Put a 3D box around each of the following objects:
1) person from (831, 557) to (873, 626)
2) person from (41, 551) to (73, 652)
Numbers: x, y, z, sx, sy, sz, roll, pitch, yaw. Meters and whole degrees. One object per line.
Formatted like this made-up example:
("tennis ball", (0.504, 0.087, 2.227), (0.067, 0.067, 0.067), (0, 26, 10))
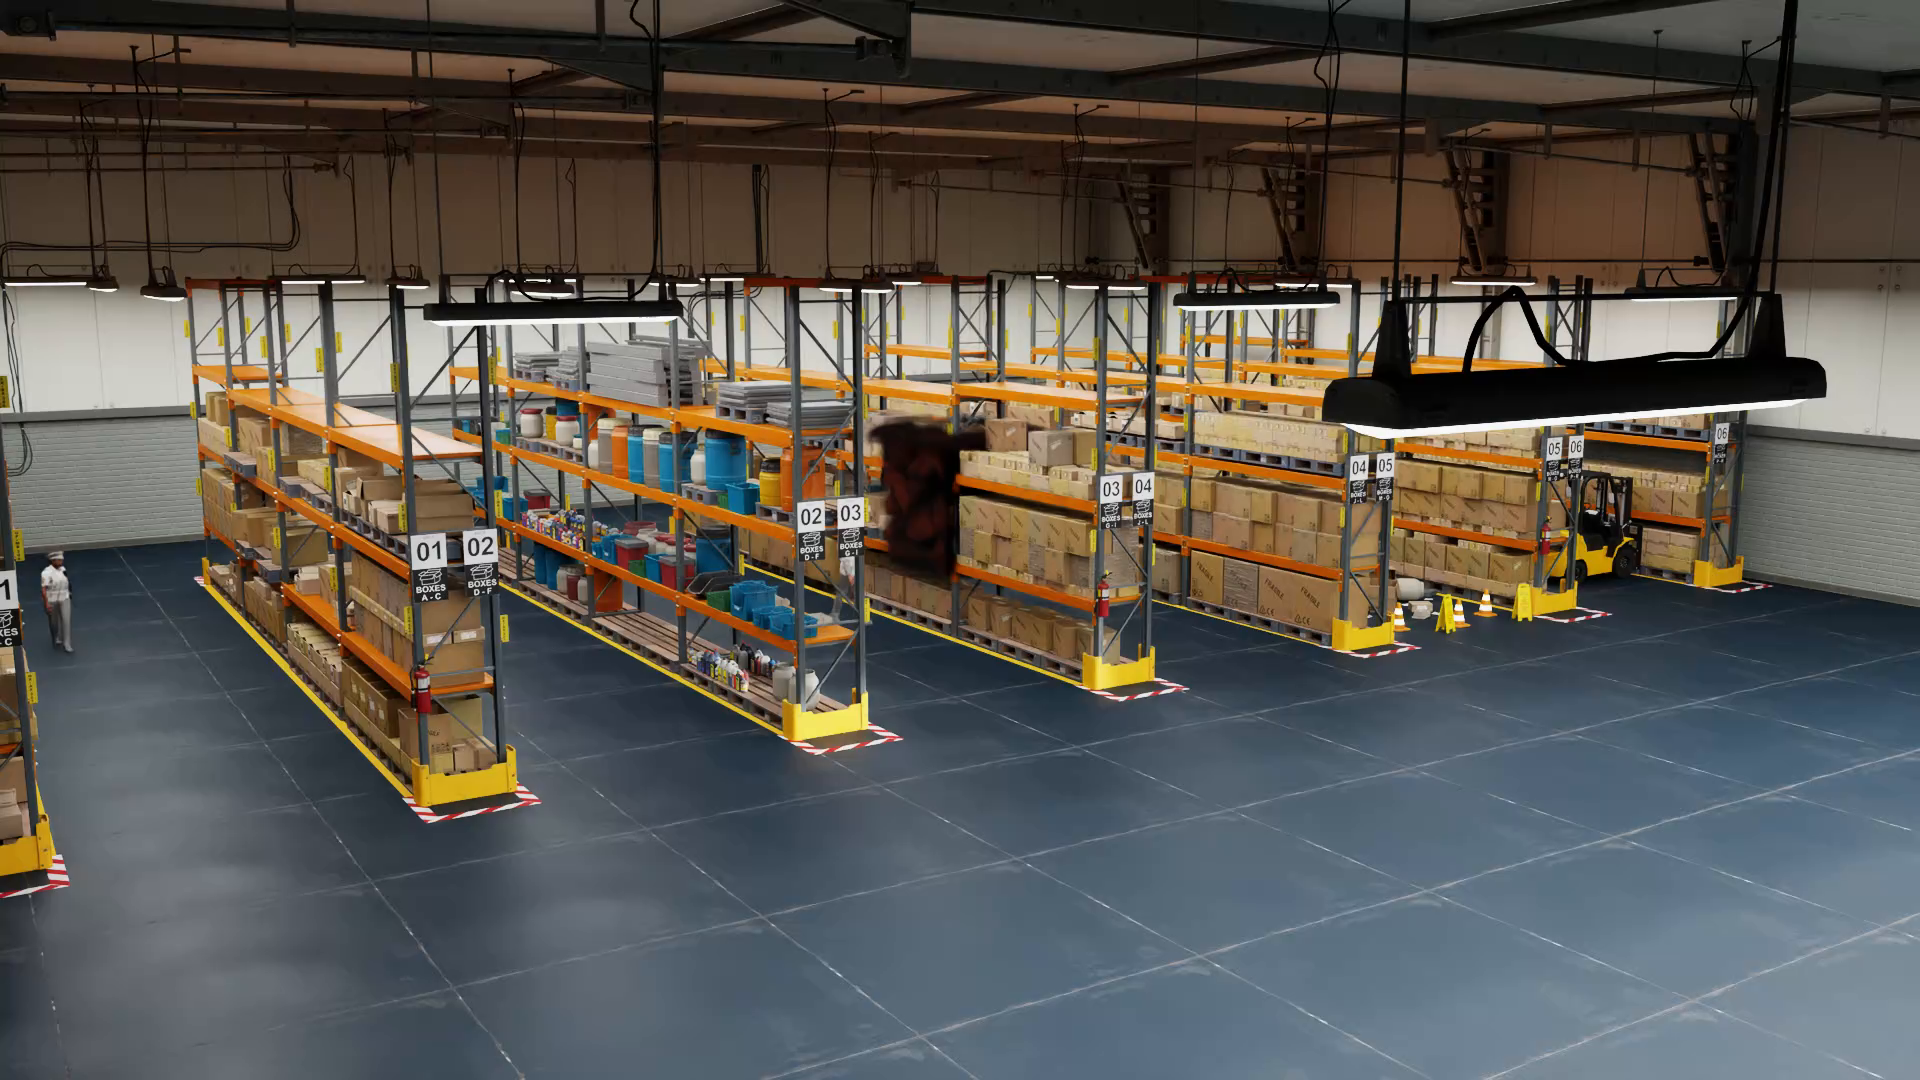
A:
("person", (-1.805, 0.564, 27.688), (0.887, 1.755, 0.551), (8, 13, 40))
("person", (-14.773, 0.993, 27.221), (0.428, 1.630, 0.926), (-5, 11, -29))
